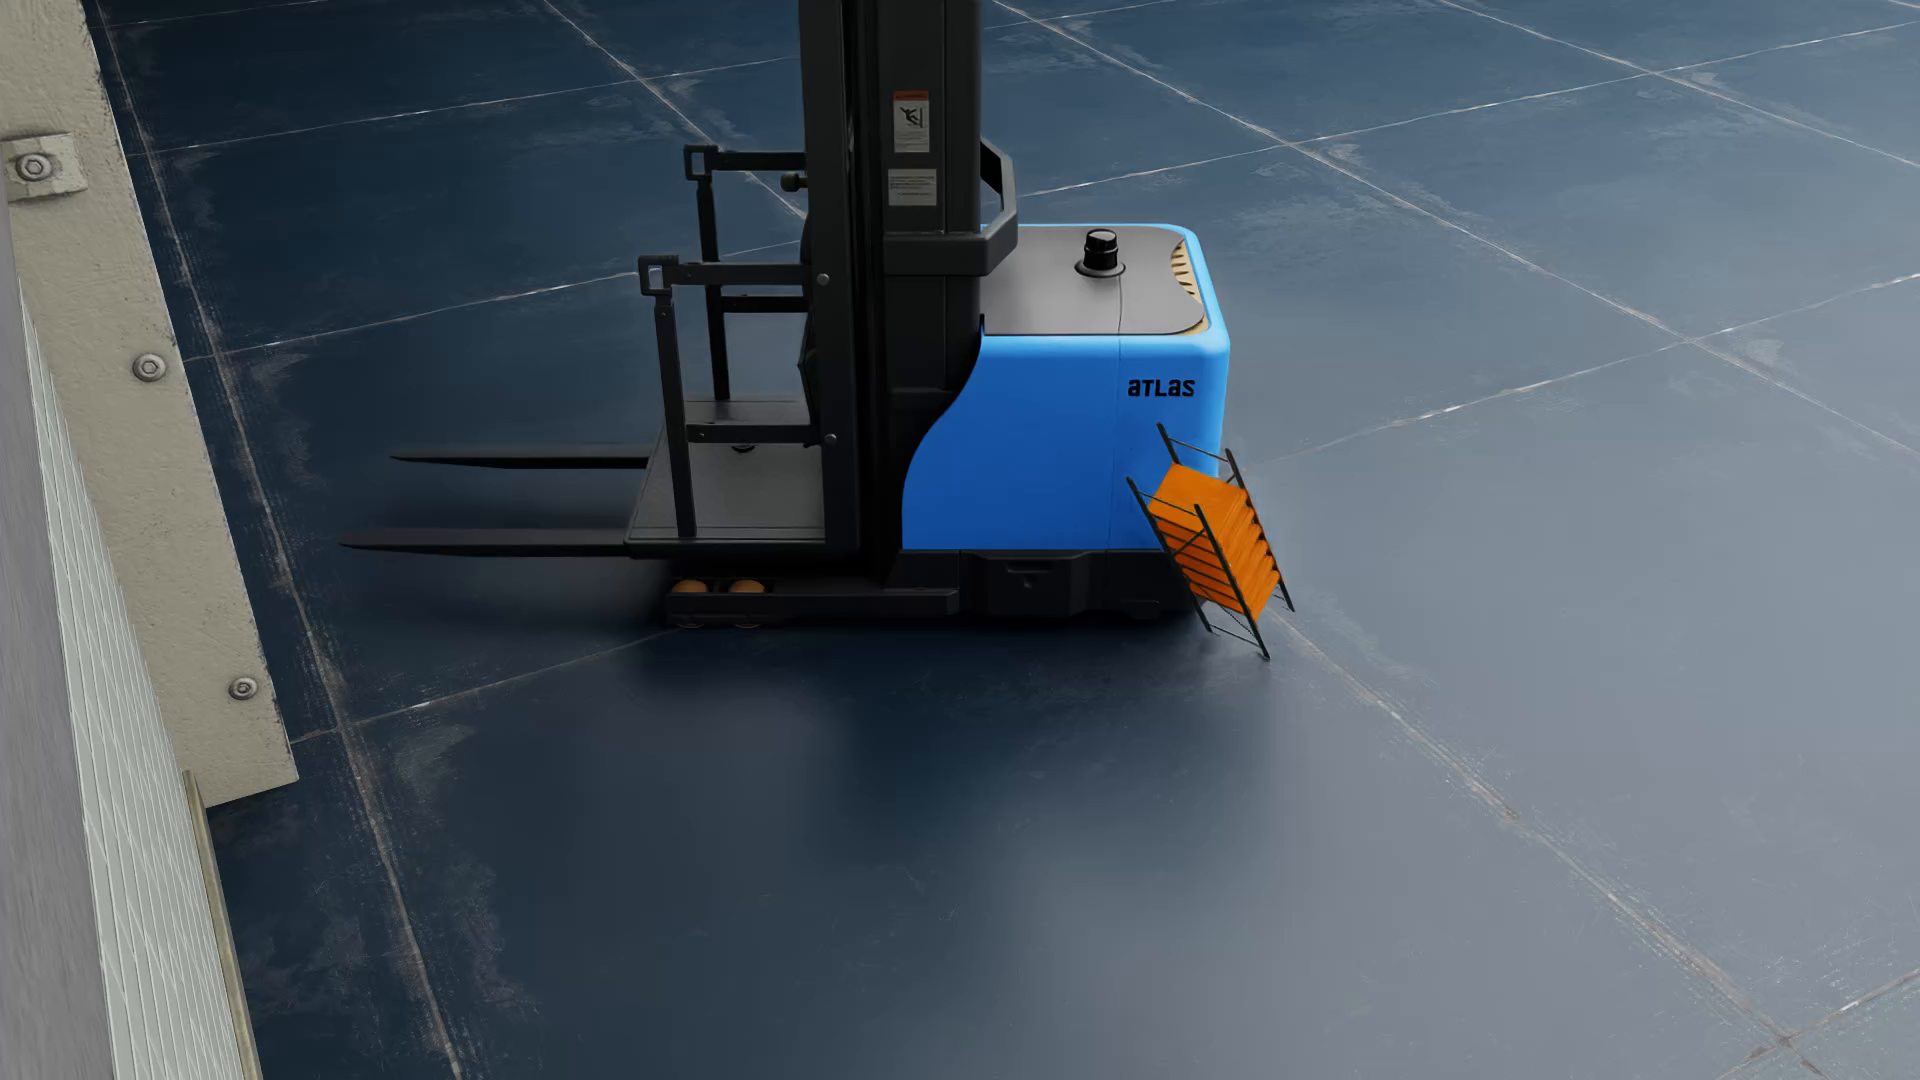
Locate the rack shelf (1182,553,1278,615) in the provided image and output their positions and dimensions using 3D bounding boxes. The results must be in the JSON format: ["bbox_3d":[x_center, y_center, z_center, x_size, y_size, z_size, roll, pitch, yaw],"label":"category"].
[{"bbox_3d":[0.852,0.099,5.281,0.258,0.103,0.180,24,76,28],"label":"rack shelf"}]

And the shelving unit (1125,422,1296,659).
[{"bbox_3d":[0.799,0.032,5.141,0.258,1.200,0.189,24,76,28],"label":"shelving unit"}]

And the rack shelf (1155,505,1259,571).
[{"bbox_3d":[0.736,-0.048,4.973,0.258,0.103,0.180,24,76,28],"label":"rack shelf"}]

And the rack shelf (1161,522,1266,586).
[{"bbox_3d":[0.775,0.001,5.076,0.258,0.103,0.180,24,76,28],"label":"rack shelf"}]

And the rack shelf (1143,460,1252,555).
[{"bbox_3d":[0.697,-0.097,4.871,0.258,0.103,0.180,24,76,28],"label":"rack shelf"}]

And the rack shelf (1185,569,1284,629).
[{"bbox_3d":[0.890,0.147,5.384,0.258,0.103,0.180,24,76,28],"label":"rack shelf"}]

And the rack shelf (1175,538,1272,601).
[{"bbox_3d":[0.813,0.050,5.179,0.258,0.103,0.180,24,76,28],"label":"rack shelf"}]

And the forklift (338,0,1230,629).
[{"bbox_3d":[-0.647,-1.215,5.385,3.031,2.935,1.130,0,33,0],"label":"forklift"}]

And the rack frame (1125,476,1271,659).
[{"bbox_3d":[0.753,0.109,5.121,0.240,1.200,0.006,24,76,28],"label":"rack frame"}]

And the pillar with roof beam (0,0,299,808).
[{"bbox_3d":[1.568,-4.197,4.414,9.100,9.000,0.400,-16,36,-23],"label":"pillar with roof beam"}]

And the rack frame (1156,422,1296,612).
[{"bbox_3d":[0.844,-0.045,5.160,0.240,1.200,0.006,24,76,28],"label":"rack frame"}]
